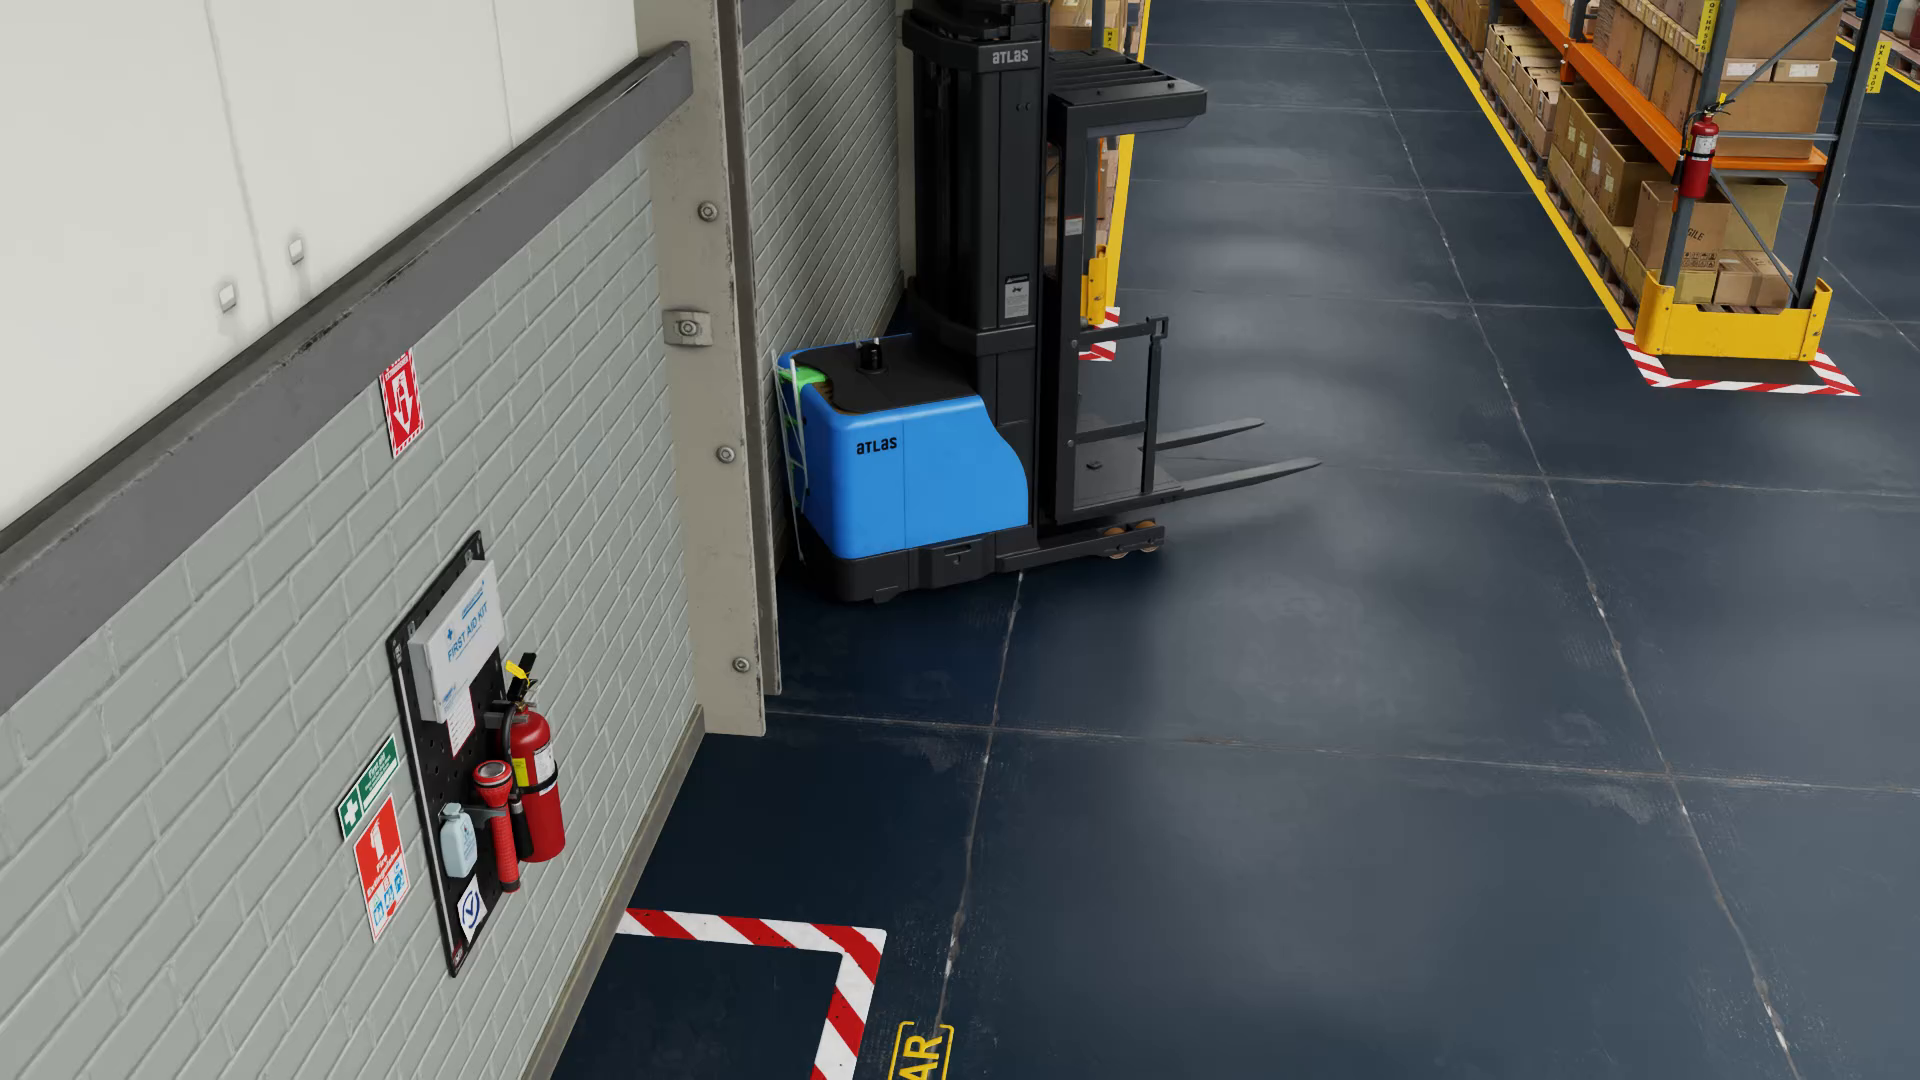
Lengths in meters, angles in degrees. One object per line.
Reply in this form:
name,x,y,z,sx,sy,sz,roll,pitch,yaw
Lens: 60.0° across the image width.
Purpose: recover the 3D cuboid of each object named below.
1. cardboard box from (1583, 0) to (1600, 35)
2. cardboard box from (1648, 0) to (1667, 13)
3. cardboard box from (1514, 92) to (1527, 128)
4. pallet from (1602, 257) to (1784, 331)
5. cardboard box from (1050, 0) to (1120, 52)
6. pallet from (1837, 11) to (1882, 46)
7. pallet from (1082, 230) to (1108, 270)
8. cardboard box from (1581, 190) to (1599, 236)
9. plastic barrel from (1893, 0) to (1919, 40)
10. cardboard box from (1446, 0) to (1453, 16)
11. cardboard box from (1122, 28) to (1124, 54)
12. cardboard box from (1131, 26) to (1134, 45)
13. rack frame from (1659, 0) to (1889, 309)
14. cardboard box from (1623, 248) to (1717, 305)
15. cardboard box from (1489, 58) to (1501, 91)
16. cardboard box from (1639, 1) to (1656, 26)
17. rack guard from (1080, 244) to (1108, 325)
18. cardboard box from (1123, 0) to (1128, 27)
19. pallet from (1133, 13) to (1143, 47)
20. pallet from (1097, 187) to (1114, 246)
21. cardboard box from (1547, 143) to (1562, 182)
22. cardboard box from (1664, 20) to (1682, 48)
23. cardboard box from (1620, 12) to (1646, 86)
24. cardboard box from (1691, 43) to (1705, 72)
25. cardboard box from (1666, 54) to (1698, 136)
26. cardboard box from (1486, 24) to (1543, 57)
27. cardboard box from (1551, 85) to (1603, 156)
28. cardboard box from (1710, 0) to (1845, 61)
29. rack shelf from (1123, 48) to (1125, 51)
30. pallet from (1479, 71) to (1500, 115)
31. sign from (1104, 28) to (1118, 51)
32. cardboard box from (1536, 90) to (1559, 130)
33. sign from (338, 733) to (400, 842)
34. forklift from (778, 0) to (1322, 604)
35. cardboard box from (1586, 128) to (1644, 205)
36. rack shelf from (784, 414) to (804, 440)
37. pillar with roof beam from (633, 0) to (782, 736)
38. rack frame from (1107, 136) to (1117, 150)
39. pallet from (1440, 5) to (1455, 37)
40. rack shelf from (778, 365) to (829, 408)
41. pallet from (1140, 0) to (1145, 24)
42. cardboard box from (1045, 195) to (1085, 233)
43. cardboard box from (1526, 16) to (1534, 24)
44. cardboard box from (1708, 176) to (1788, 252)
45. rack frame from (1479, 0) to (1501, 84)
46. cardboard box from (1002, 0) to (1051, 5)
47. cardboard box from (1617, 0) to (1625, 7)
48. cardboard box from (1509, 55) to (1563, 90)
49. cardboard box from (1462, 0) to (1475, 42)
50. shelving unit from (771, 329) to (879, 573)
cardboard box,5.905,-4.736,15.037,0.500,0.250,0.500,5,29,9
cardboard box,5.656,-4.265,12.531,0.700,0.500,0.500,3,28,6
cardboard box,5.778,-4.233,16.402,0.500,0.250,0.500,4,29,7
pallet,5.450,-1.820,12.406,1.003,0.211,1.213,3,28,6
cardboard box,0.909,-3.684,12.271,0.500,0.500,0.500,3,29,6
pallet,11.648,-6.456,21.011,1.003,0.211,1.213,3,28,6
pallet,0.625,-2.160,13.037,1.003,0.211,1.213,3,28,6
cardboard box,5.343,-2.636,13.437,0.500,0.250,0.500,3,28,6
plastic barrel,11.456,-6.285,19.934,0.421,0.512,0.421,0,28,0
cardboard box,6.513,-6.962,21.181,0.500,0.500,0.500,4,29,7
cardboard box,1.099,-4.085,13.807,0.500,0.250,0.500,3,28,6
cardboard box,1.682,-6.314,19.631,0.750,0.750,0.750,3,28,6
rack frame,5.398,-2.685,11.072,1.000,3.000,0.127,3,28,6
cardboard box,5.171,-1.929,12.125,0.500,0.250,0.500,3,28,6
cardboard box,5.962,-4.959,17.749,0.500,0.250,0.500,3,28,5
cardboard box,5.477,-4.053,12.821,0.380,0.149,0.250,3,28,6
rack guard,0.491,-1.907,12.262,1.175,0.500,0.348,3,28,6
cardboard box,1.165,-4.651,14.068,0.500,0.500,0.500,3,28,6
pallet,1.785,-6.449,20.998,1.003,0.211,1.213,3,28,6
pallet,0.777,-2.733,14.100,1.003,0.211,1.213,3,28,6
cardboard box,5.531,-3.342,14.747,0.500,0.250,0.500,3,28,6
cardboard box,5.383,-3.691,12.150,0.380,0.149,0.250,4,29,8
cardboard box,5.717,-3.918,13.255,0.700,0.500,0.500,4,29,7
cardboard box,5.287,-3.329,11.477,0.380,0.149,0.250,4,29,7
cardboard box,5.528,-3.196,11.914,0.700,0.500,0.500,4,29,8
cardboard box,6.023,-5.443,18.055,0.500,0.311,0.500,4,29,8
cardboard box,5.521,-3.673,14.570,0.500,0.500,0.500,3,28,6
cardboard box,5.475,-3.544,11.193,0.700,0.500,0.500,3,29,6
rack shelf,1.217,-5.479,17.016,1.077,0.370,4.000,3,28,6
pallet,6.239,-4.838,18.008,1.003,0.211,1.213,3,28,6
sign,1.020,-3.321,11.339,0.100,0.325,0.005,3,28,6
cardboard box,5.653,-3.997,15.371,0.500,0.311,0.500,3,28,6
sign,-1.528,0.638,4.307,0.001,0.109,0.331,3,28,6
forklift,0.573,-1.406,8.770,3.031,2.935,1.130,-11,30,-20
cardboard box,5.339,-2.966,13.259,0.500,0.500,0.500,3,28,6
rack shelf,-0.664,-0.626,8.763,0.480,0.148,0.258,-18,26,-27
pillar with roof beam,3.246,-2.918,5.178,9.100,9.000,0.400,3,28,6
rack frame,0.972,-4.854,15.098,1.000,3.000,0.127,3,28,6
pallet,6.806,-6.721,21.503,1.003,0.211,1.213,3,28,6
rack shelf,-0.684,-0.845,8.668,0.480,0.148,0.258,-18,26,-27
pallet,1.932,-7.025,22.067,1.003,0.211,1.213,3,28,6
cardboard box,0.725,-2.570,13.229,0.500,0.311,0.500,6,29,10
cardboard box,6.718,-5.742,18.917,0.500,0.500,0.500,5,29,8
cardboard box,5.744,-2.465,12.328,0.500,0.500,0.500,3,28,6
rack frame,6.379,-6.451,18.062,1.000,3.000,0.127,3,28,6
cardboard box,0.400,-3.715,12.329,0.500,0.500,0.500,4,29,7
cardboard box,5.572,-4.419,13.501,0.380,0.149,0.250,3,28,6
cardboard box,5.840,-4.713,16.701,0.500,0.311,0.500,3,28,6
cardboard box,6.324,-6.242,19.845,0.500,0.500,0.500,2,28,4
shelving unit,-0.649,-0.465,8.833,0.503,1.200,0.258,-18,26,-27
